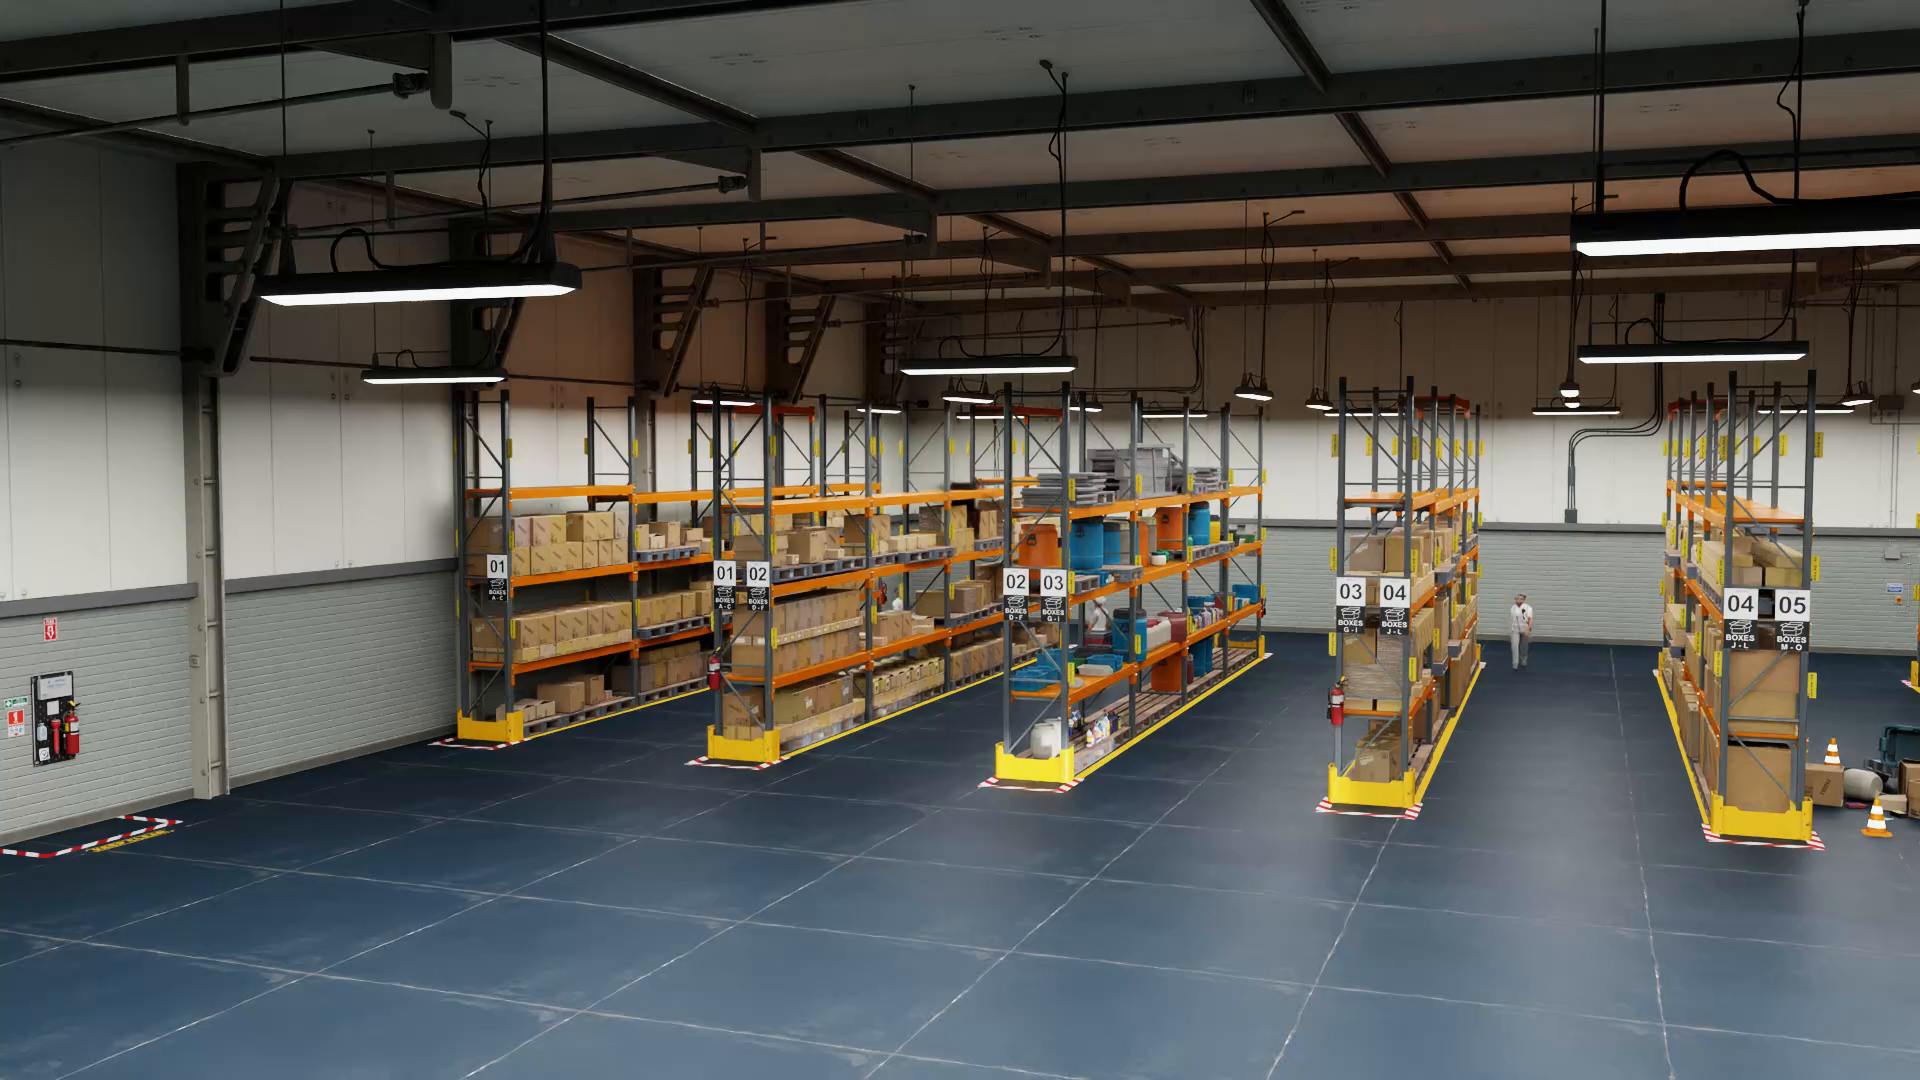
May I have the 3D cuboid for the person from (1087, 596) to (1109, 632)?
[{"bbox_3d":[2.846,2.063,34.712,0.581,1.794,0.471,-1,3,-25],"label":"person"}]

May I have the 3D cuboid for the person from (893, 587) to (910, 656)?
[{"bbox_3d":[-1.301,1.917,38.344,0.548,1.693,0.511,2,4,30],"label":"person"}]

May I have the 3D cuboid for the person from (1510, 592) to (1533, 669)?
[{"bbox_3d":[12.756,2.053,37.795,0.486,1.725,1.021,1,3,18],"label":"person"}]
